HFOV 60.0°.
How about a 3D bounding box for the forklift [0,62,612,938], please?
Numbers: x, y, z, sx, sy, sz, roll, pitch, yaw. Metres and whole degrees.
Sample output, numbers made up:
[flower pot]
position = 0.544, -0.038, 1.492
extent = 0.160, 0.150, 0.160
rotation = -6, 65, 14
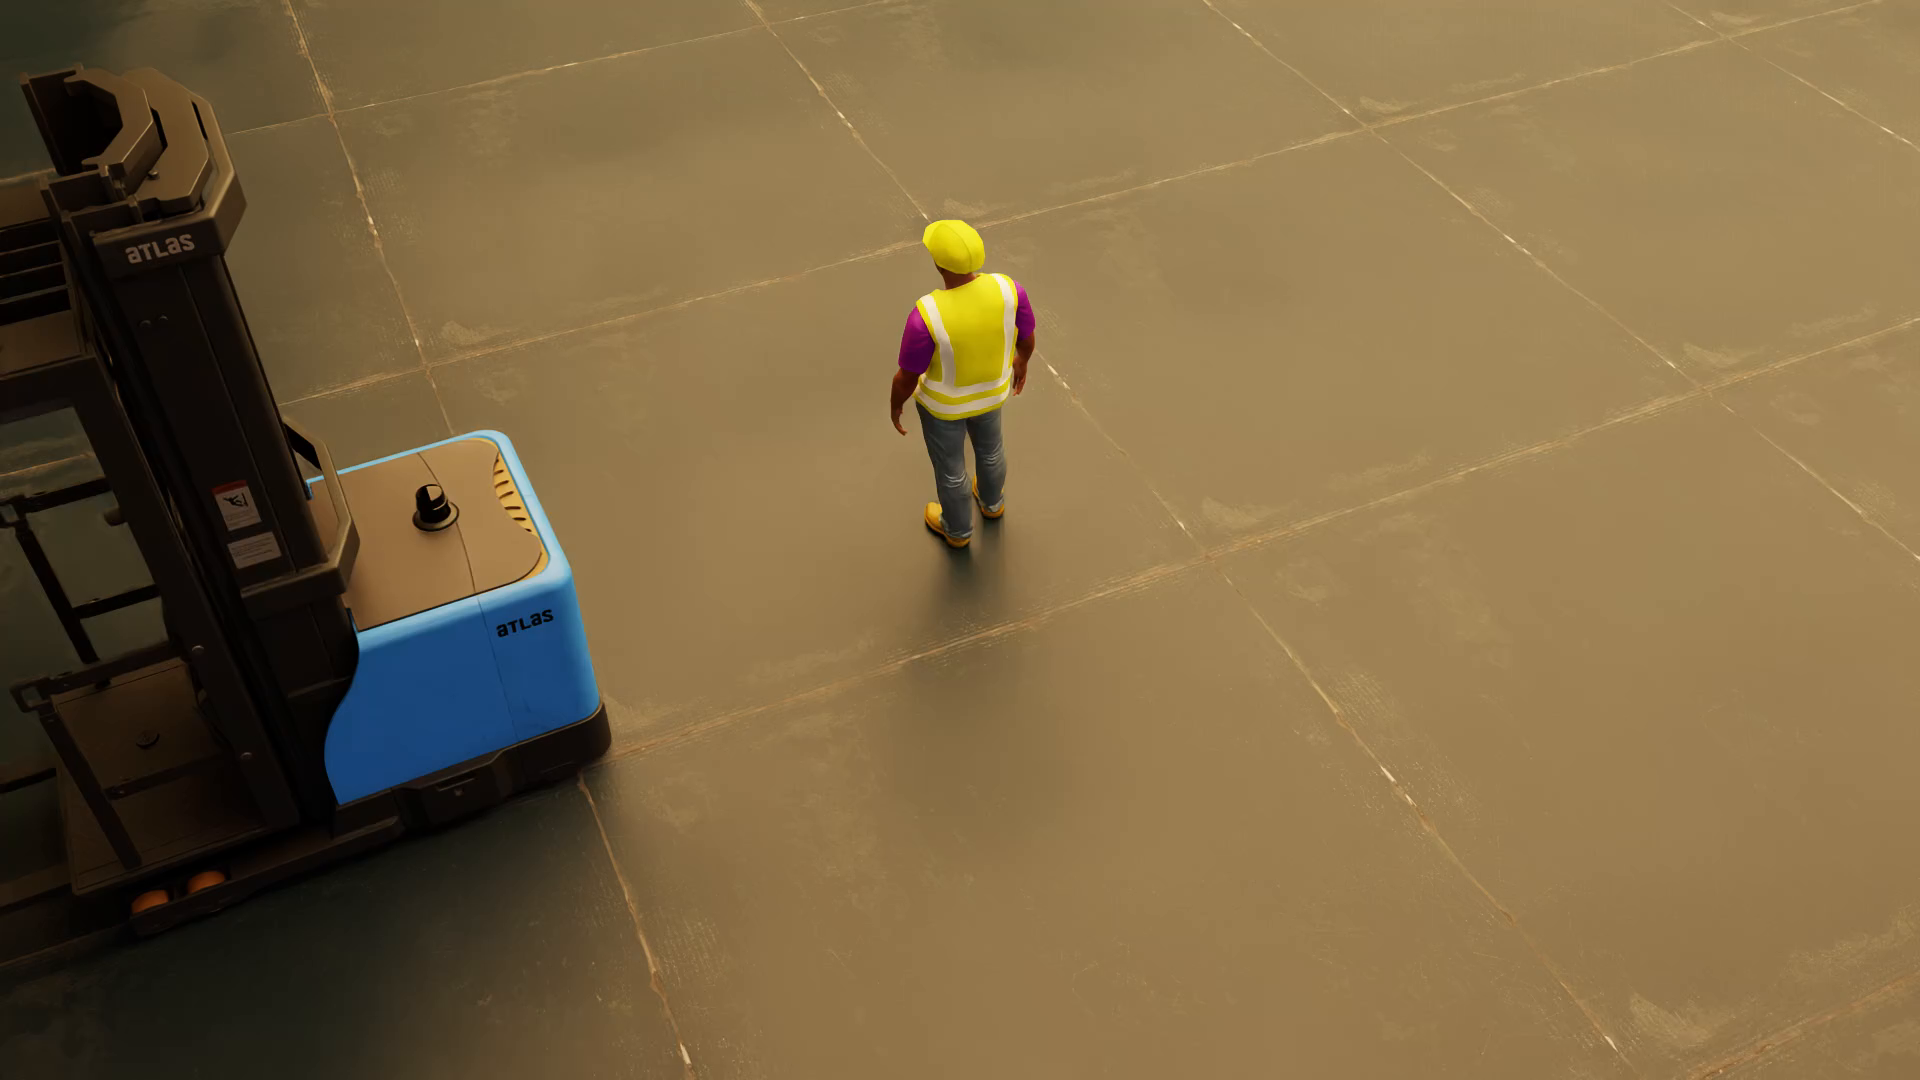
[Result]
[forklift]
position = -2.985, -0.012, 5.693
extent = 3.031, 2.935, 1.130
rotation = -19, 46, -19

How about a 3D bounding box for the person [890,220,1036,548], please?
[person]
position = -0.024, -0.695, 7.269
extent = 0.666, 1.765, 0.577
rotation = -18, 46, -18
